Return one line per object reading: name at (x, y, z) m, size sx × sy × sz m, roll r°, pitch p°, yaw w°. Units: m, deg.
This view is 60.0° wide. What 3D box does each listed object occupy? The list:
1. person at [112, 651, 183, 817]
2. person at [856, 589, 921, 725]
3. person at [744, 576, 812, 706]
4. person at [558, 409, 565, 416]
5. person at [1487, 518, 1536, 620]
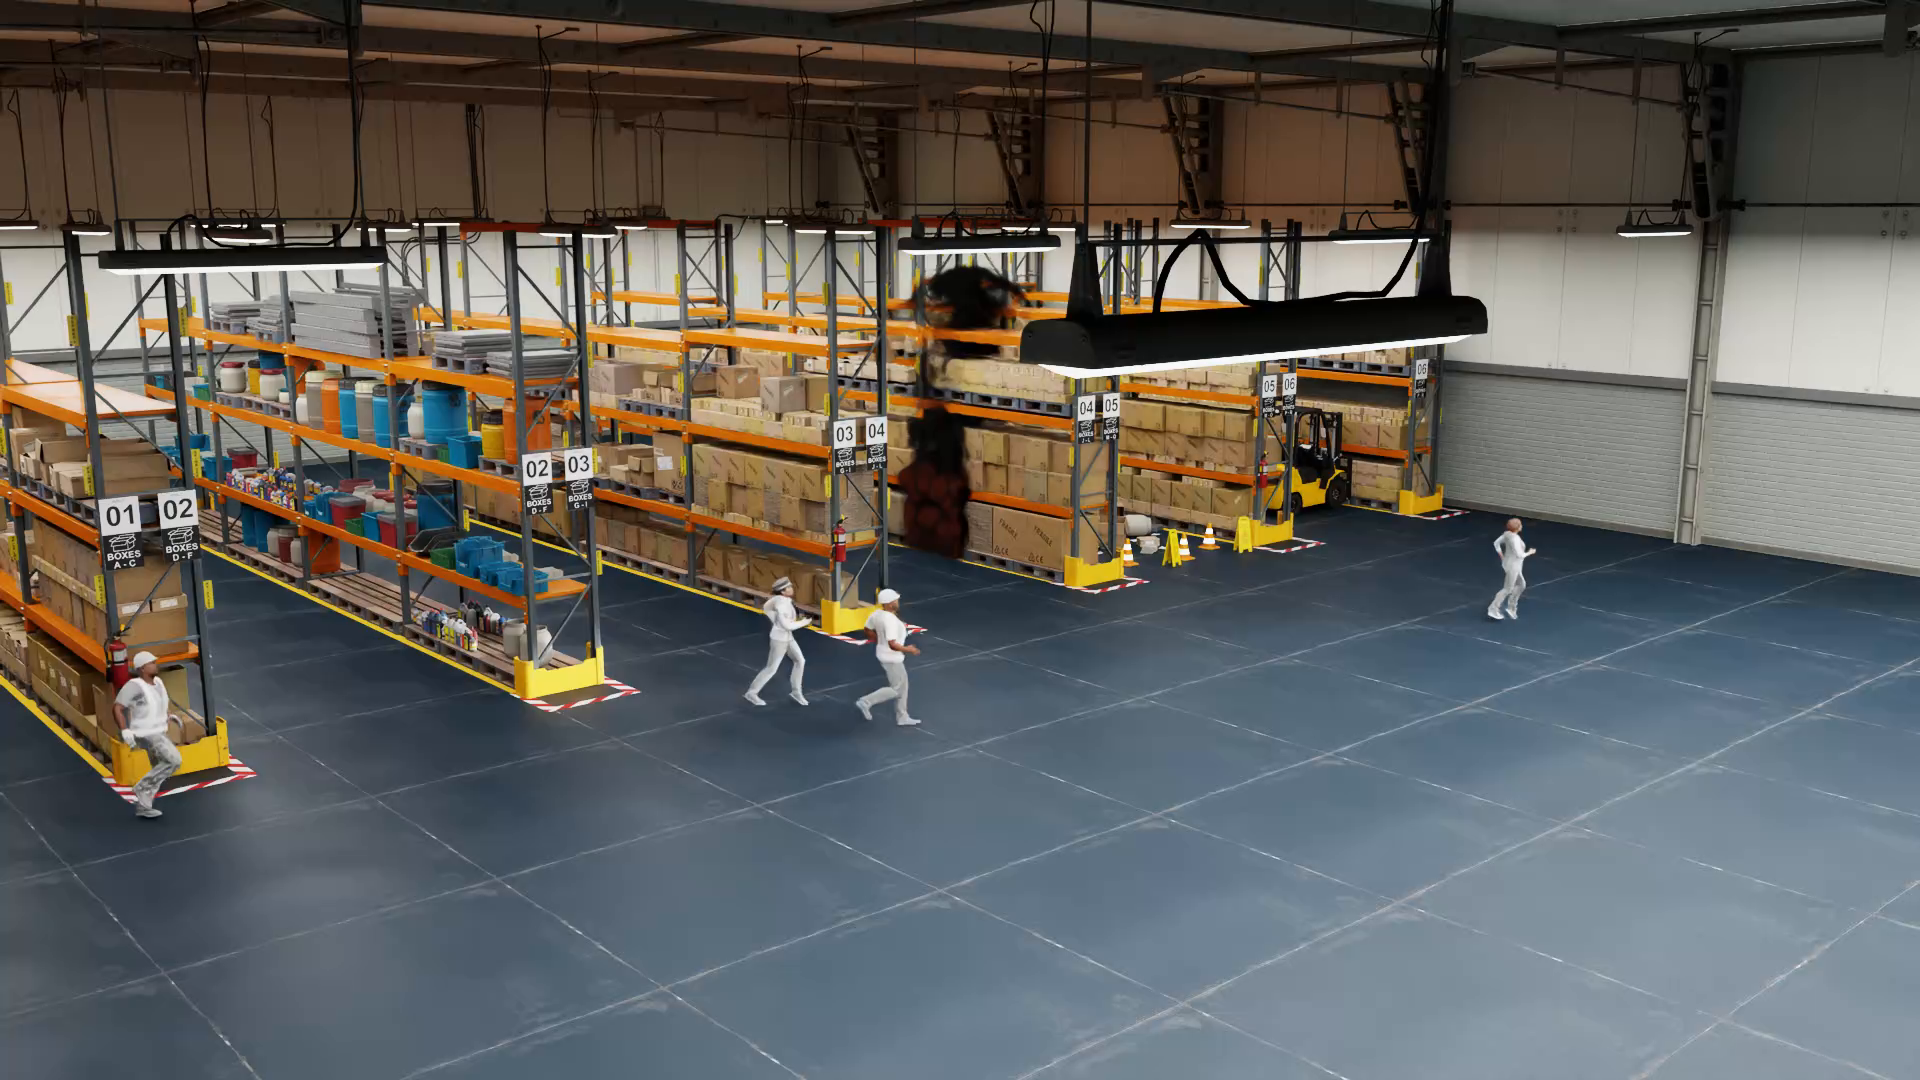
person at (-8.463, 2.026, 17.500) m, size 0.581 × 1.710 × 0.729 m, roll -1°, pitch 11°, yaw -3°
person at (-0.885, 1.452, 20.295) m, size 0.855 × 1.752 × 0.706 m, roll -4°, pitch 12°, yaw -19°
person at (-2.315, 1.304, 21.157) m, size 0.878 × 1.741 × 0.622 m, roll -1°, pitch 11°, yaw -4°
person at (-9.494, -2.355, 39.503) m, size 0.529 × 1.557 × 0.638 m, roll -2°, pitch 12°, yaw -8°
person at (8.479, 0.467, 25.541) m, size 0.684 × 1.647 × 0.526 m, roll 1°, pitch 11°, yaw 5°
